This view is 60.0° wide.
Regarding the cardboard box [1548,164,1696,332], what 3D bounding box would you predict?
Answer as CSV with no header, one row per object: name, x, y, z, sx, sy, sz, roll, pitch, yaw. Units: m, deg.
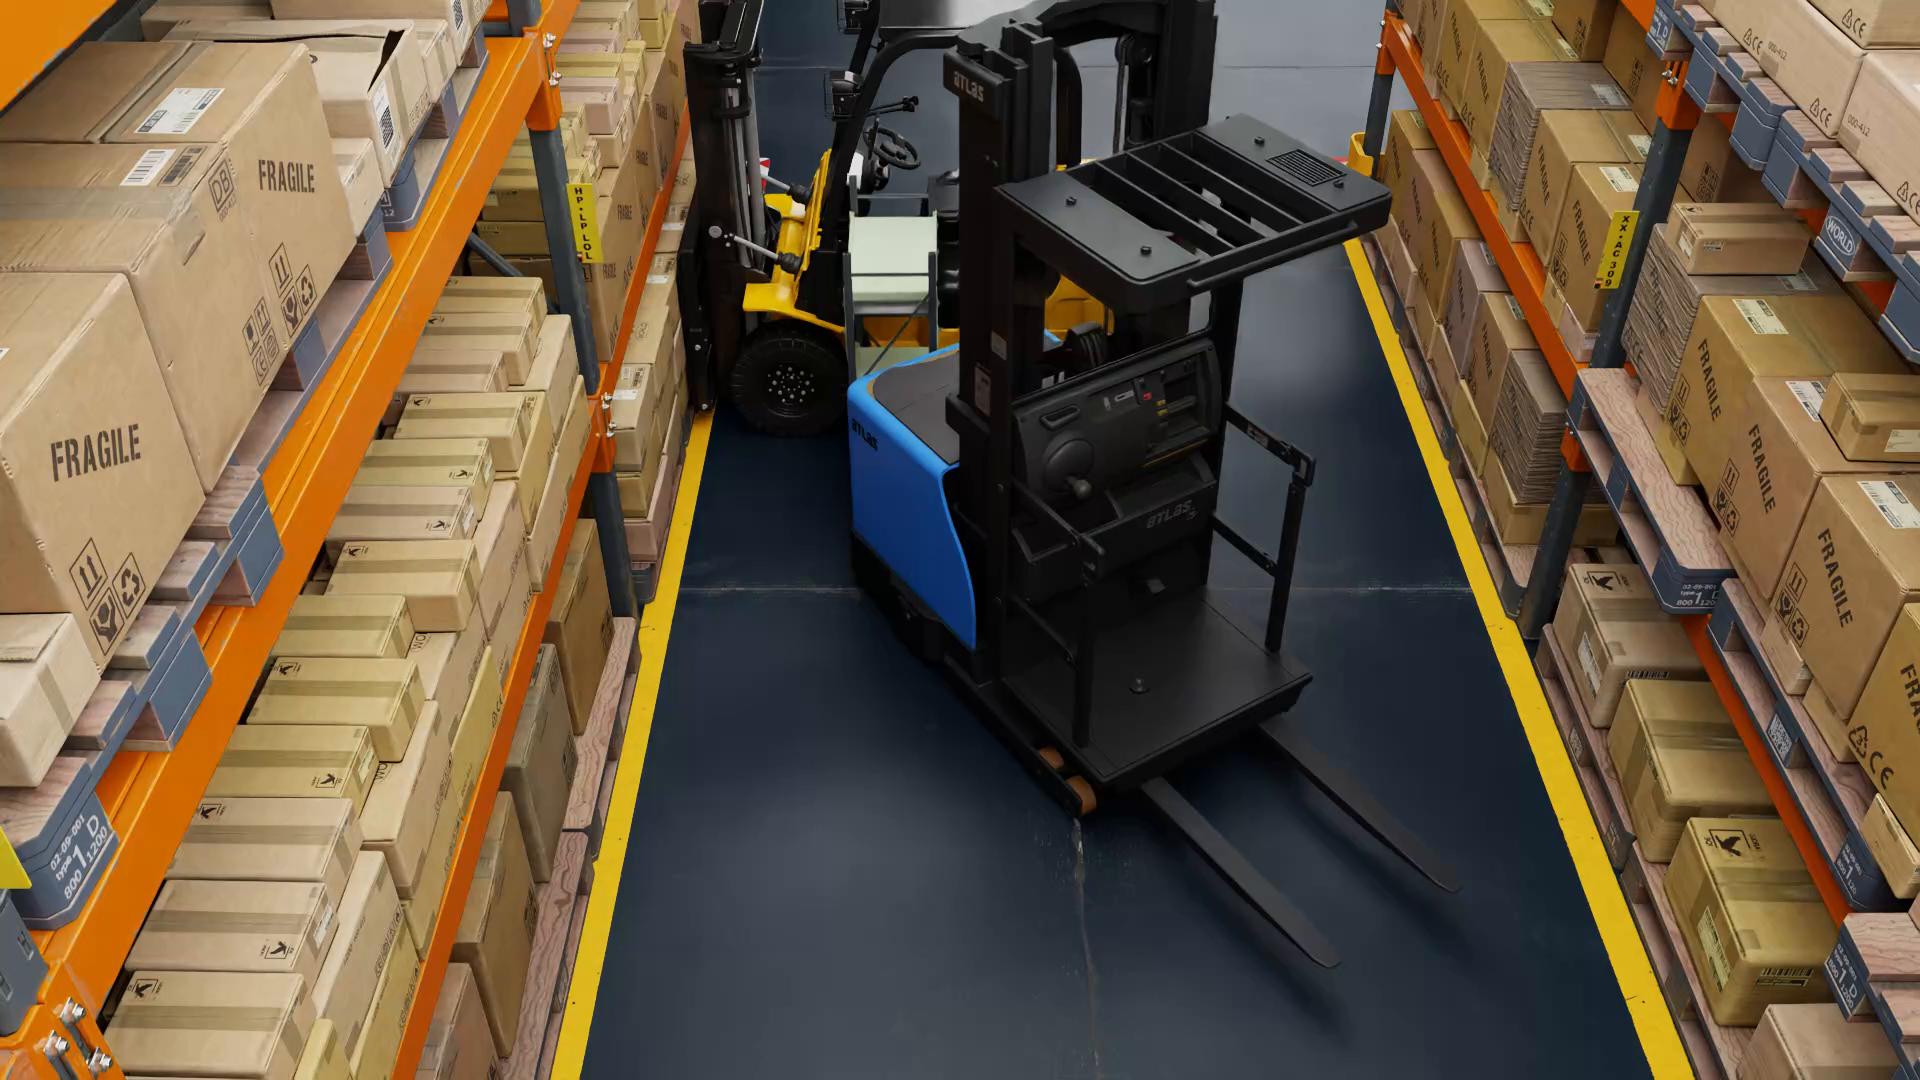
cardboard box,2.769,-1.191,6.765,0.500,0.500,0.500,-1,39,-1

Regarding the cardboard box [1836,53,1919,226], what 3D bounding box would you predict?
cardboard box,2.643,-1.036,4.276,0.500,0.250,0.500,0,39,-1

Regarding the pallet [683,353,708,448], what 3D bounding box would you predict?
pallet,-1.908,-0.927,8.983,1.003,0.211,1.213,0,39,0

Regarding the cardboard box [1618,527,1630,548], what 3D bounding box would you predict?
cardboard box,3.288,-0.218,7.732,0.500,0.250,0.500,-2,39,-2

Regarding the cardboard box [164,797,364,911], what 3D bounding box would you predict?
cardboard box,-1.687,0.766,4.042,0.380,0.149,0.250,0,39,0

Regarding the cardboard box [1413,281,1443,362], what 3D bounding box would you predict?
cardboard box,2.745,-1.186,8.939,0.500,0.250,0.500,2,39,3

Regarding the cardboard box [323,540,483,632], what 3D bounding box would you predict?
cardboard box,-1.614,0.134,4.831,0.380,0.149,0.250,-1,39,-1

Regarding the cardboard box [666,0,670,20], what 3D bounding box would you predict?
cardboard box,-1.664,-2.685,8.349,0.380,0.149,0.250,-1,39,-2

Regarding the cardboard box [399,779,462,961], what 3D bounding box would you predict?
cardboard box,-1.700,0.893,4.602,0.500,0.250,0.500,-1,39,-2

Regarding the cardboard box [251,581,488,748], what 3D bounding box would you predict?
cardboard box,-1.704,0.375,4.849,0.500,0.250,0.500,0,39,1

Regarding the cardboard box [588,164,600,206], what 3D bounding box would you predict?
cardboard box,-1.684,-1.406,6.753,0.380,0.149,0.250,1,39,1

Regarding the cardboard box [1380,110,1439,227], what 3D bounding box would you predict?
cardboard box,2.739,-2.124,9.510,0.500,0.500,0.500,-1,39,-2

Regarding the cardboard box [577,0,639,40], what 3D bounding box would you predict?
cardboard box,-1.731,-2.479,7.854,0.380,0.149,0.250,0,39,1

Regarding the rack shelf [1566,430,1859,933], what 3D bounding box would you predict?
rack shelf,3.021,0.773,5.207,1.077,0.370,4.000,0,39,0

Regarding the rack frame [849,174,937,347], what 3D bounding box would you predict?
rack frame,-0.314,-1.102,8.171,0.400,1.500,0.023,0,39,-1

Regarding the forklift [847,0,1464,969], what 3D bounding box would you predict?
forklift,0.728,-0.383,6.130,1.130,2.935,3.031,-22,44,-26

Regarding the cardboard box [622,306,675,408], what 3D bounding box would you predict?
cardboard box,-1.622,-0.856,7.728,0.500,0.250,0.500,0,39,0

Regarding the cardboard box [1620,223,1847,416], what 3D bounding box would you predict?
cardboard box,2.732,-0.784,5.921,0.500,0.500,0.500,1,39,1

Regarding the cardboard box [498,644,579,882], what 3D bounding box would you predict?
cardboard box,-1.940,0.822,6.134,0.875,0.625,0.625,0,39,0

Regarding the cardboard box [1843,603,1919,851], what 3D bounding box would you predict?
cardboard box,2.731,0.501,4.318,0.500,0.500,0.500,-3,39,-3

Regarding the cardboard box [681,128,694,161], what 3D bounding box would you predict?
cardboard box,-1.631,-2.128,9.315,0.500,0.250,0.500,1,39,1

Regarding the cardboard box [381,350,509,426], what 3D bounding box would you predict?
cardboard box,-1.757,-0.517,5.643,0.380,0.149,0.250,0,39,0

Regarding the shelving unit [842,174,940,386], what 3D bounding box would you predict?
shelving unit,-0.309,-0.873,7.886,0.431,1.500,0.755,0,39,-1

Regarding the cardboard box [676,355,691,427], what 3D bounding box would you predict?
cardboard box,-1.647,-0.785,8.439,0.500,0.250,0.500,1,39,1

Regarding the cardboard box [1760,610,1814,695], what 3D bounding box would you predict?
cardboard box,2.677,0.337,5.042,0.380,0.149,0.250,1,39,2

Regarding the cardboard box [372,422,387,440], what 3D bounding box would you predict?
cardboard box,-2.210,-0.257,5.638,0.500,0.250,0.500,0,39,-1

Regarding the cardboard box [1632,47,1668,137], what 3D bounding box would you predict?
cardboard box,3.256,-1.898,6.848,0.700,0.500,0.500,0,39,0

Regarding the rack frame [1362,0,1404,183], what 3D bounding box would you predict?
rack frame,3.014,-3.260,9.665,1.000,3.000,0.127,0,39,0

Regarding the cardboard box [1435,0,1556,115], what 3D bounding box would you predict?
cardboard box,2.743,-2.476,8.369,0.500,0.500,0.500,-1,39,-1

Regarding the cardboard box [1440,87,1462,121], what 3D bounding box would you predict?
cardboard box,2.729,-2.305,8.674,0.380,0.149,0.250,1,39,1

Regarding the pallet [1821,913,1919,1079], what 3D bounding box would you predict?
pallet,2.916,1.372,4.038,1.213,0.211,1.003,0,39,0

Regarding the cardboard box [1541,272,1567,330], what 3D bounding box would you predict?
cardboard box,2.706,-1.017,7.067,0.380,0.149,0.250,1,39,1

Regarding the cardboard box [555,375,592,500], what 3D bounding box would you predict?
cardboard box,-1.683,-0.379,6.190,0.500,0.250,0.500,1,39,1

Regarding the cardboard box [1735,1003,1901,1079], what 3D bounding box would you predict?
cardboard box,3.024,1.790,5.129,0.950,0.372,0.625,-1,39,-1

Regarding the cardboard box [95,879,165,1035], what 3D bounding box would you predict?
cardboard box,-2.221,1.012,4.054,0.500,0.250,0.500,0,39,0

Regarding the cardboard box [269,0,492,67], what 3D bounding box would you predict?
cardboard box,-1.700,-1.639,4.898,0.500,0.311,0.500,-1,39,-1

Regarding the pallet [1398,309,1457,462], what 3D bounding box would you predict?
pallet,2.978,-0.855,8.894,1.003,0.211,1.213,0,39,0

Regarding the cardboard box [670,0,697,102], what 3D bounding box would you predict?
cardboard box,-1.695,-2.661,8.837,0.500,0.500,0.500,1,39,1

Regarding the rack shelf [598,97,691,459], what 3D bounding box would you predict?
rack shelf,-1.947,-1.722,8.321,1.077,0.370,4.000,0,39,0

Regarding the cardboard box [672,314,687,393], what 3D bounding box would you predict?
cardboard box,-1.628,-0.970,8.271,0.500,0.250,0.500,0,39,0

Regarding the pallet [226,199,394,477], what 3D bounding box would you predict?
pallet,-2.035,-0.472,3.938,1.003,0.211,1.213,2,39,2

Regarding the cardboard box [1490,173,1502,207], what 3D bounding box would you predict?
cardboard box,2.739,-1.656,7.865,0.380,0.149,0.250,-1,39,-1

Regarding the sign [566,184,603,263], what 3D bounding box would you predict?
sign,-1.402,-1.180,6.207,0.100,0.325,0.005,0,39,0

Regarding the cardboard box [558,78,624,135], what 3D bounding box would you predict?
cardboard box,-1.646,-1.844,7.062,0.380,0.149,0.250,1,39,1

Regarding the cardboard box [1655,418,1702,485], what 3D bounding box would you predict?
cardboard box,2.695,-0.322,5.864,0.380,0.149,0.250,1,39,1

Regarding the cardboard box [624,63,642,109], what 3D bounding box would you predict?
cardboard box,-1.655,-2.045,7.549,0.380,0.149,0.250,-1,39,-1

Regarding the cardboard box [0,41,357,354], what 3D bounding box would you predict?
cardboard box,-1.699,-0.753,3.642,0.500,0.500,0.500,1,39,1

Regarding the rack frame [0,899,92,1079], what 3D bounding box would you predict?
rack frame,-1.940,1.749,3.414,1.000,3.000,0.127,0,39,0

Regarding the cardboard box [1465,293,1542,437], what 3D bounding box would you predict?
cardboard box,2.747,-0.830,7.896,0.500,0.500,0.500,1,39,1

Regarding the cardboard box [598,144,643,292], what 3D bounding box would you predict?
cardboard box,-1.702,-1.395,7.257,0.500,0.500,0.500,1,39,1
